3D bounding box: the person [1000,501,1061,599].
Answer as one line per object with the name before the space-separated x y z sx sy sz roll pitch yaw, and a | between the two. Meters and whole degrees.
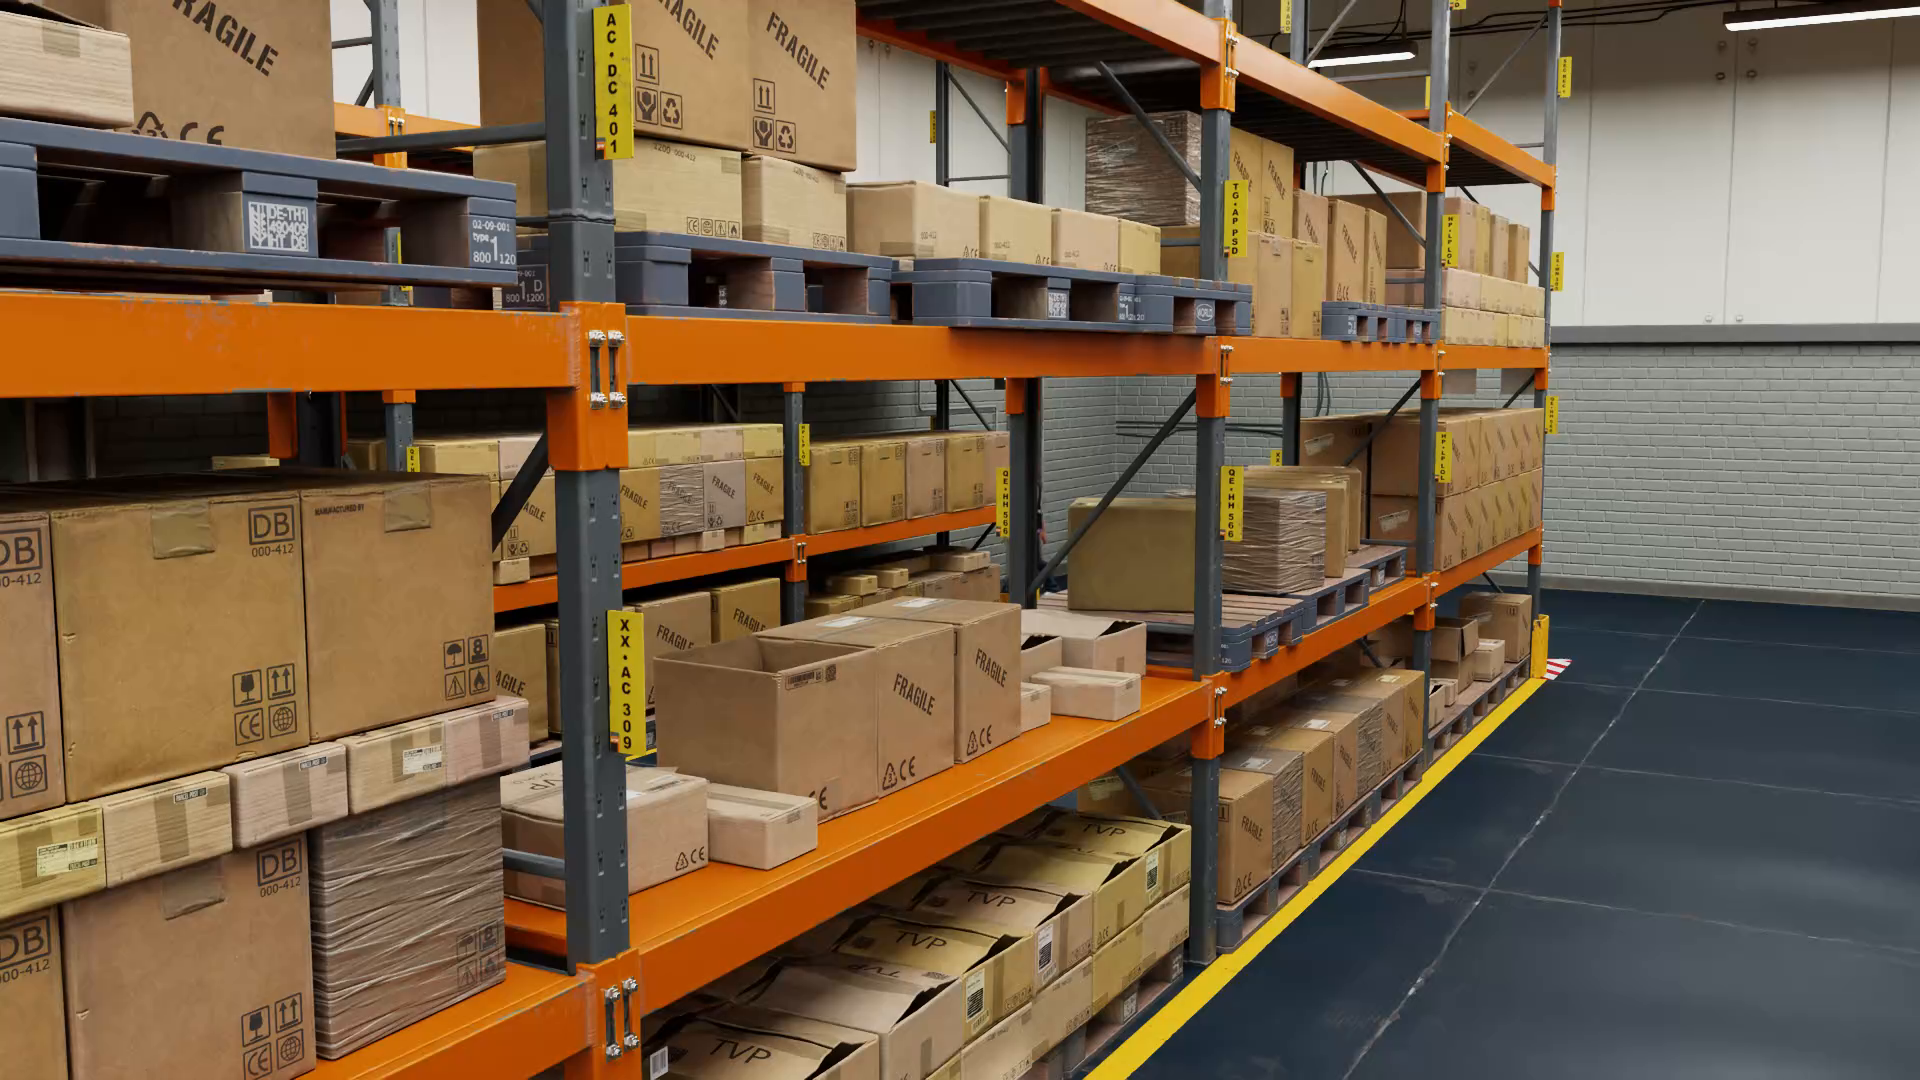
person | 0.700 -0.087 18.497 0.872 1.539 0.411 -2 6 -17
